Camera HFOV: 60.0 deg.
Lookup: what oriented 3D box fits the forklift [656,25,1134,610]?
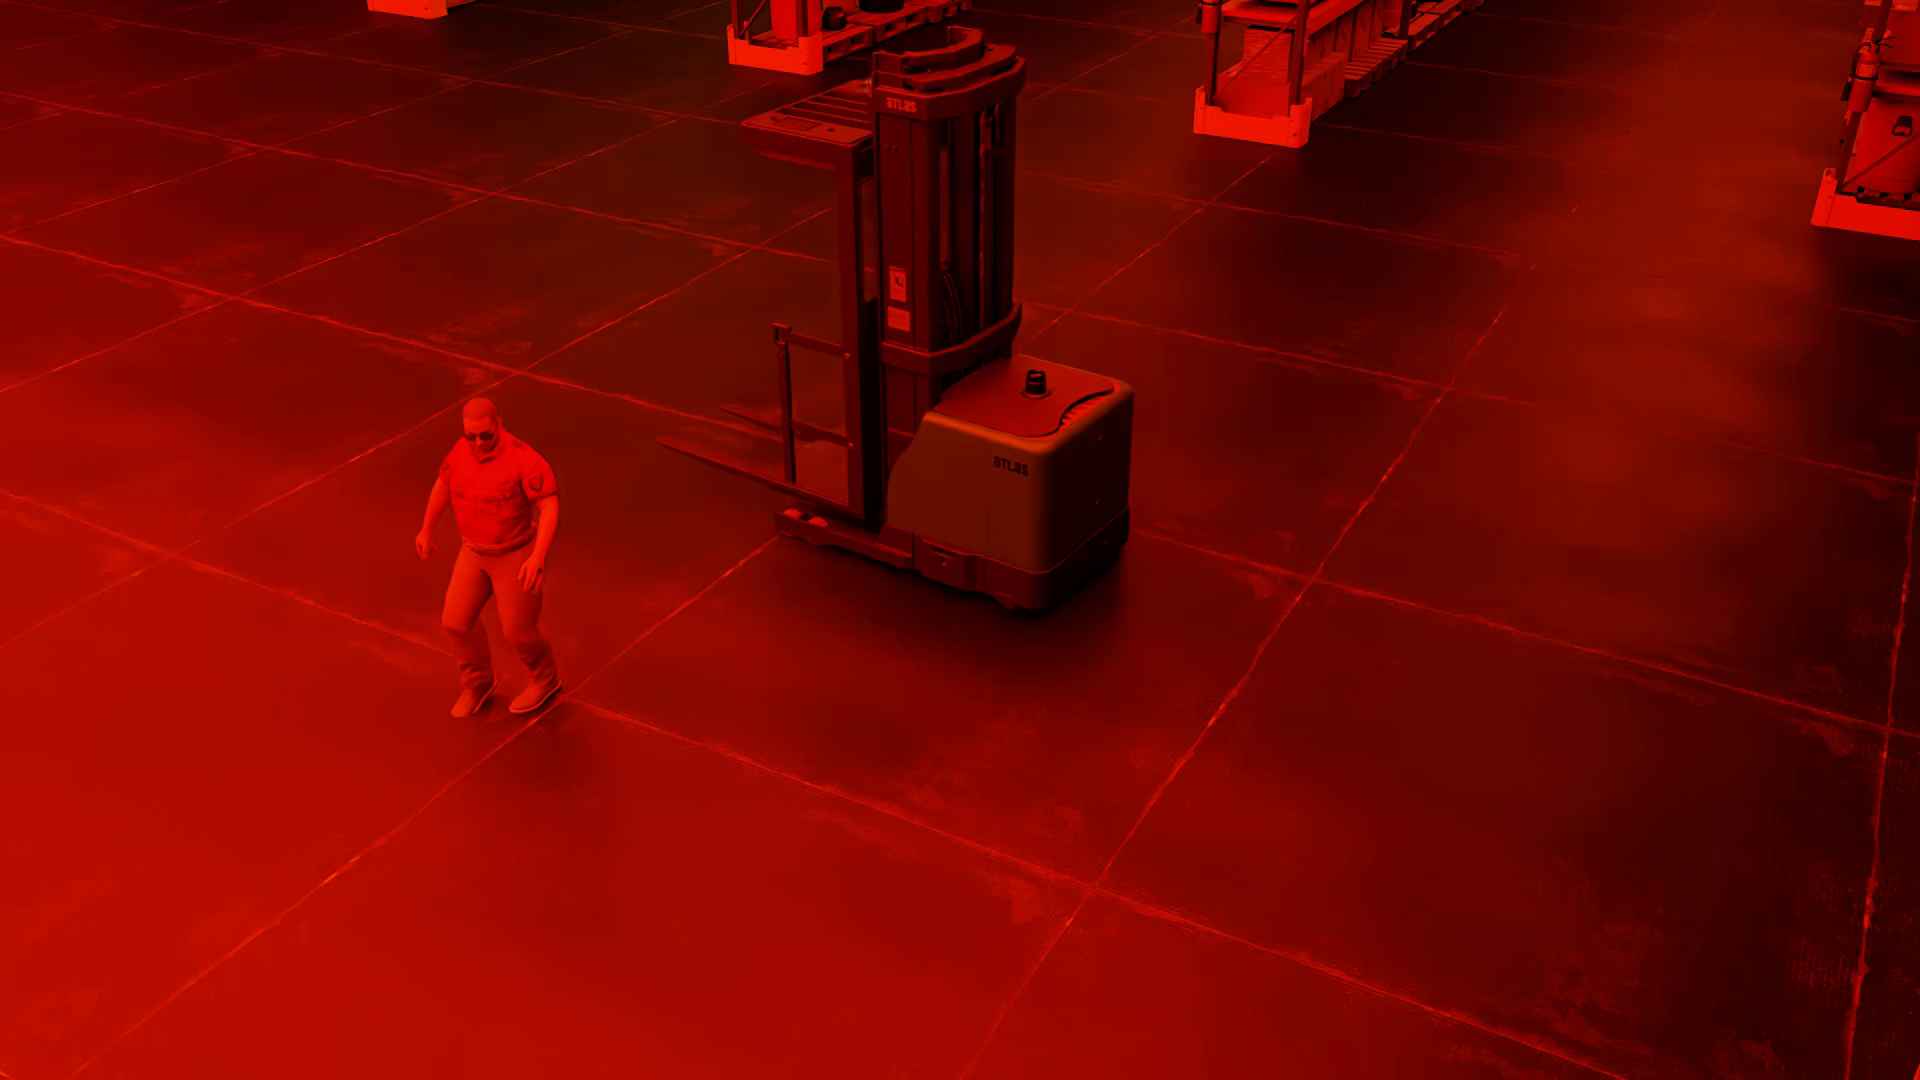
[{"bbox_3d":[-0.512,-1.436,9.559,3.031,2.935,1.130,18,35,29],"label":"forklift"}]

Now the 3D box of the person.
[{"bbox_3d":[-2.293,0.135,8.131,0.962,1.767,0.507,16,33,25],"label":"person"}]
